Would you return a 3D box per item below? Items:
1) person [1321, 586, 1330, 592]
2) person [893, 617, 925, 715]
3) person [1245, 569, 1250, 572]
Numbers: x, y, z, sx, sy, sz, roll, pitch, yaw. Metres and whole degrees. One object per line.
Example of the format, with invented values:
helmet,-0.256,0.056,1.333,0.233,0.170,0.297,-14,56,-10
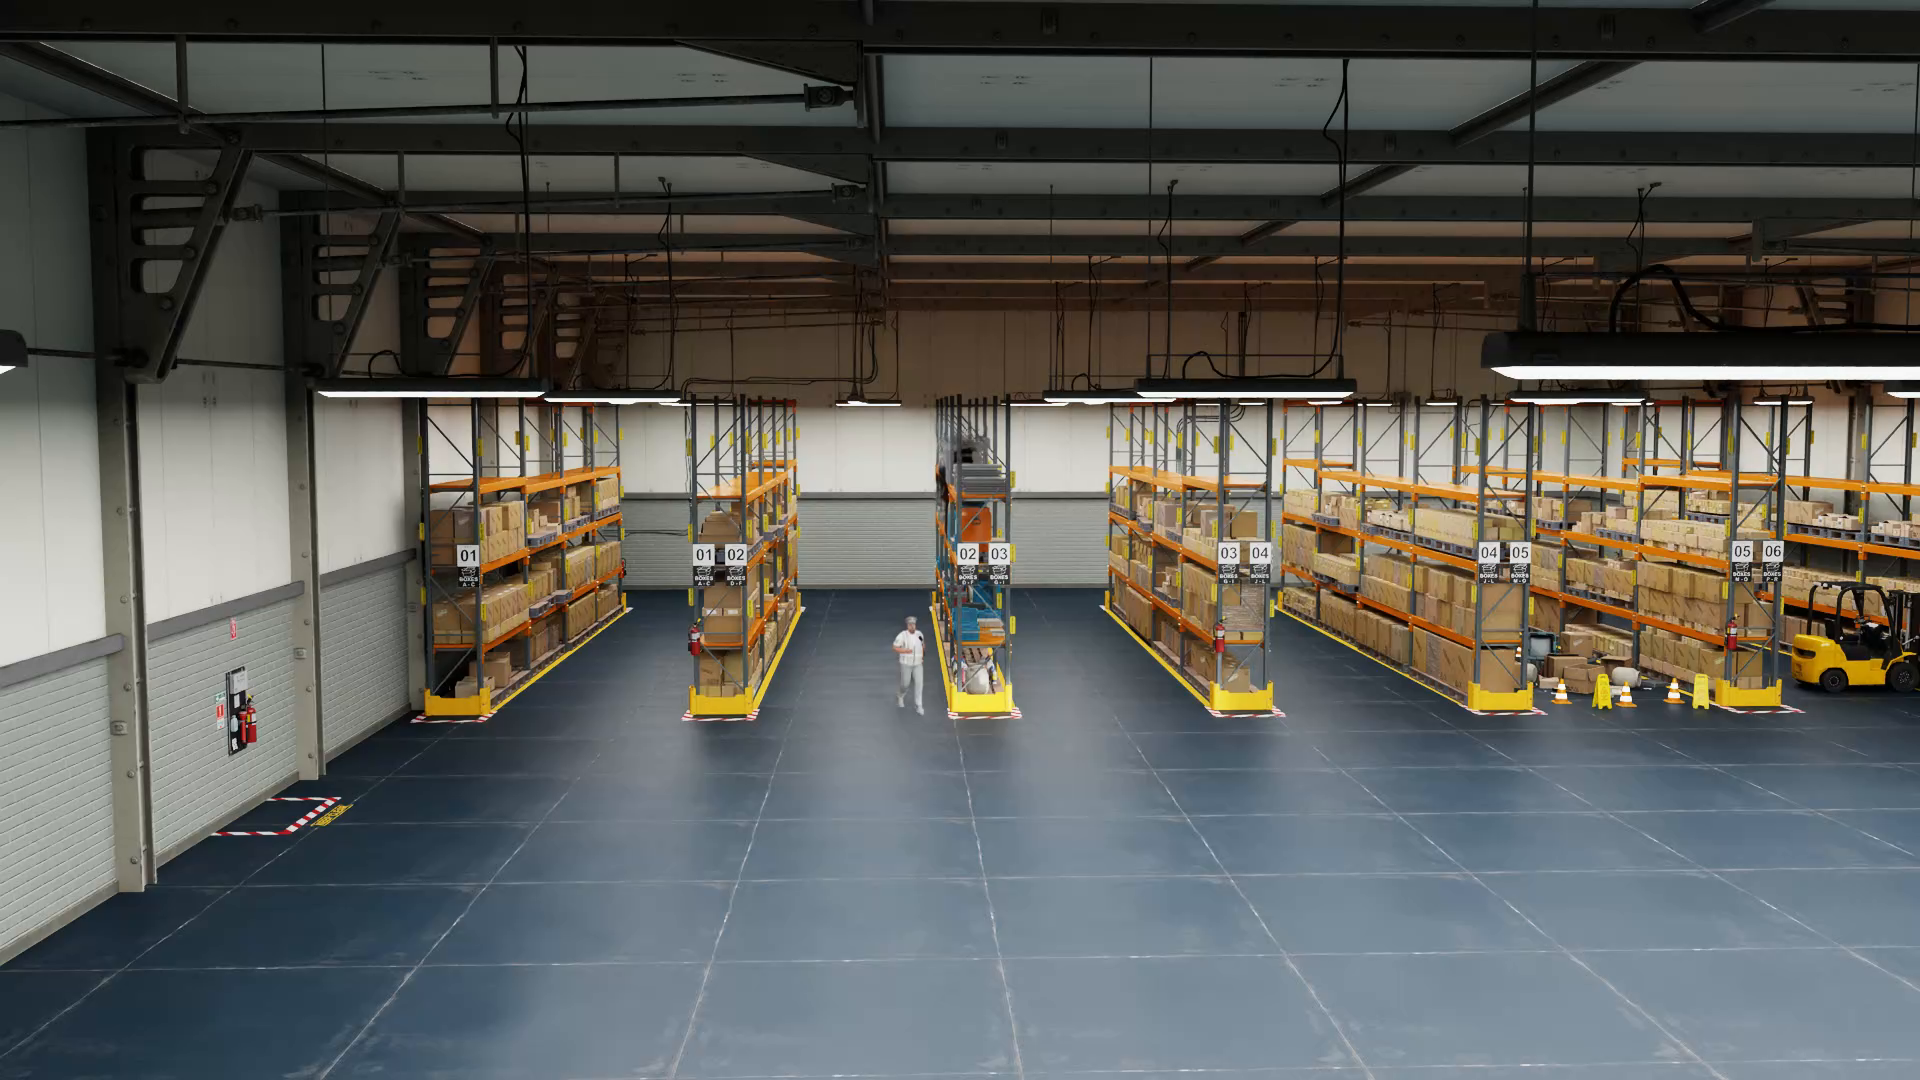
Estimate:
person,10.584,1.064,48.884,0.675,1.605,0.593,-4,6,-40
person,-0.939,2.353,31.516,0.670,1.810,0.878,-2,5,-19
person,7.973,1.275,46.751,0.554,1.575,0.636,0,5,4
